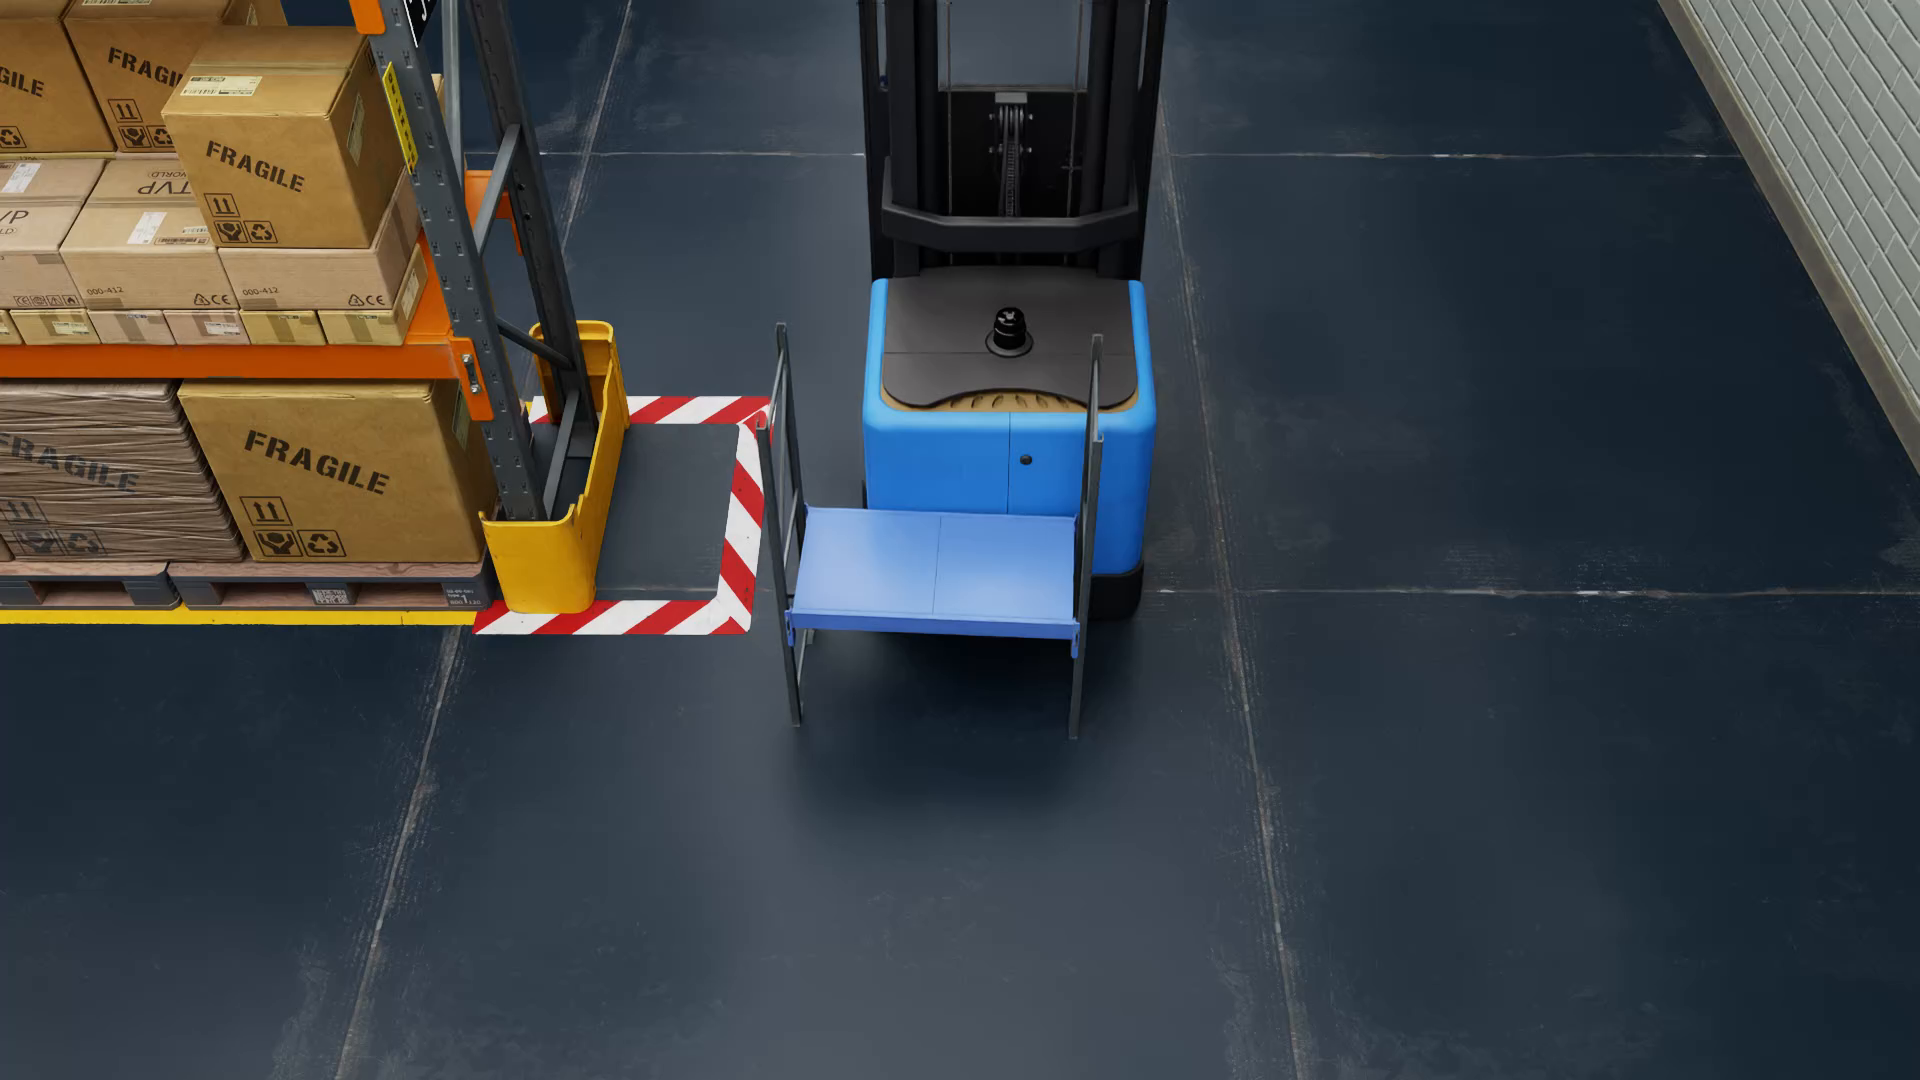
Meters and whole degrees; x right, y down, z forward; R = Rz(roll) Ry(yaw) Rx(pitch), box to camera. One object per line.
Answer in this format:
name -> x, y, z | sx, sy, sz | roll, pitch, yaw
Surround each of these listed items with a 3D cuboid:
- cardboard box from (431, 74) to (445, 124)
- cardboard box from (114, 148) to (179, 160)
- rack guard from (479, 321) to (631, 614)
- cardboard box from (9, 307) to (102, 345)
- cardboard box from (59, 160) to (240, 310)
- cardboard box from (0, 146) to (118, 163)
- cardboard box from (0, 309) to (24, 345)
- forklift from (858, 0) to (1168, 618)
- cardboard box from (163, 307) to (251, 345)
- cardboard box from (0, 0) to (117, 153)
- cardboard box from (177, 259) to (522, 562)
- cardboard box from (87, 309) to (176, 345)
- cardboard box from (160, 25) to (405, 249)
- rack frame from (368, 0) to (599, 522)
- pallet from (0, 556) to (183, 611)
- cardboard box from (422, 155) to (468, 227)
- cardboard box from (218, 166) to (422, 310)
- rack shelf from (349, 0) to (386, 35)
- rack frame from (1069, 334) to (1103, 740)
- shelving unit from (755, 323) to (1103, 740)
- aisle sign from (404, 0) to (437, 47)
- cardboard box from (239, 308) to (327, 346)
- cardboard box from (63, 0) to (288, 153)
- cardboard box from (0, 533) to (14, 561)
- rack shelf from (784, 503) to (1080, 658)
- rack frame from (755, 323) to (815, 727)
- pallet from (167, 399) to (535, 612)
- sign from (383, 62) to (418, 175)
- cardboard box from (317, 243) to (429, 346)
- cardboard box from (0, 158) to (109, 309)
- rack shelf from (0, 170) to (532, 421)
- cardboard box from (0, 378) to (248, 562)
cardboard box -> -2.111, -1.413, 5.915 | 0.500, 0.250, 0.500 | -1, 47, -1
cardboard box -> -2.631, -1.410, 5.912 | 0.500, 0.250, 0.500 | 0, 47, 0
rack guard -> -1.608, -0.312, 6.699 | 0.348, 0.500, 1.175 | 0, 47, 0
cardboard box -> -3.011, -0.840, 5.654 | 0.250, 0.149, 0.380 | -1, 47, -1
cardboard box -> -2.625, -1.023, 5.552 | 0.500, 0.250, 0.500 | -1, 47, -1
cardboard box -> -3.133, -1.414, 5.916 | 0.500, 0.250, 0.500 | -1, 47, -1
cardboard box -> -3.270, -0.840, 5.655 | 0.250, 0.149, 0.380 | 0, 47, 0
forklift -> 0.188, -1.762, 6.388 | 1.130, 2.935, 3.031 | 0, 47, 0
cardboard box -> -2.502, -0.839, 5.654 | 0.250, 0.149, 0.380 | 0, 47, 0
cardboard box -> -3.129, -1.667, 5.639 | 0.500, 0.500, 0.500 | -1, 47, -1
cardboard box -> -2.272, -0.526, 6.355 | 0.875, 0.875, 0.875 | 0, 47, 0
cardboard box -> -2.751, -0.841, 5.655 | 0.250, 0.149, 0.380 | 1, 47, 1
cardboard box -> -2.120, -1.279, 5.278 | 0.500, 0.500, 0.500 | 1, 47, 1
rack frame -> -1.632, -1.164, 5.784 | 0.127, 3.000, 1.000 | 0, 47, 0
pallet -> -3.649, -0.164, 6.759 | 1.213, 0.211, 1.003 | 0, 47, 0
cardboard box -> -1.986, -1.321, 6.102 | 0.250, 0.149, 0.380 | 1, 47, 1
cardboard box -> -2.118, -1.021, 5.551 | 0.500, 0.250, 0.500 | -1, 47, 0
rack shelf -> -3.632, -1.946, 4.955 | 4.000, 0.370, 1.077 | 0, 47, 0
rack frame -> 0.427, 0.035, 5.693 | 0.032, 1.500, 0.500 | 2, 47, 2
shelving unit -> -0.081, 0.014, 5.712 | 1.048, 1.500, 0.538 | 2, 47, 2
aisle sign -> -1.561, -1.830, 4.628 | 0.004, 0.787, 0.394 | 0, 47, 0
cardboard box -> -2.249, -0.838, 5.652 | 0.250, 0.149, 0.380 | 1, 47, 1
cardboard box -> -2.611, -1.670, 5.642 | 0.500, 0.500, 0.500 | -1, 47, -1
cardboard box -> -4.072, -0.531, 6.360 | 0.875, 0.875, 0.875 | 0, 47, 0
rack shelf -> -0.081, 0.137, 5.844 | 1.000, 0.185, 0.538 | 2, 47, 2
rack frame -> -0.588, -0.006, 5.731 | 0.032, 1.500, 0.500 | 2, 47, 2
pallet -> -2.432, -0.159, 6.754 | 1.213, 0.211, 1.003 | 0, 47, 0
sign -> -1.648, -1.242, 4.904 | 0.005, 0.325, 0.100 | 0, 47, 0
cardboard box -> -1.989, -0.838, 5.653 | 0.250, 0.149, 0.380 | 1, 47, 1
cardboard box -> -3.134, -1.024, 5.553 | 0.500, 0.250, 0.500 | -1, 47, -1
rack shelf -> -3.632, -0.924, 6.053 | 4.000, 0.370, 1.077 | 0, 47, 0
cardboard box -> -3.182, -0.529, 6.358 | 0.875, 0.875, 0.875 | 0, 47, 0
